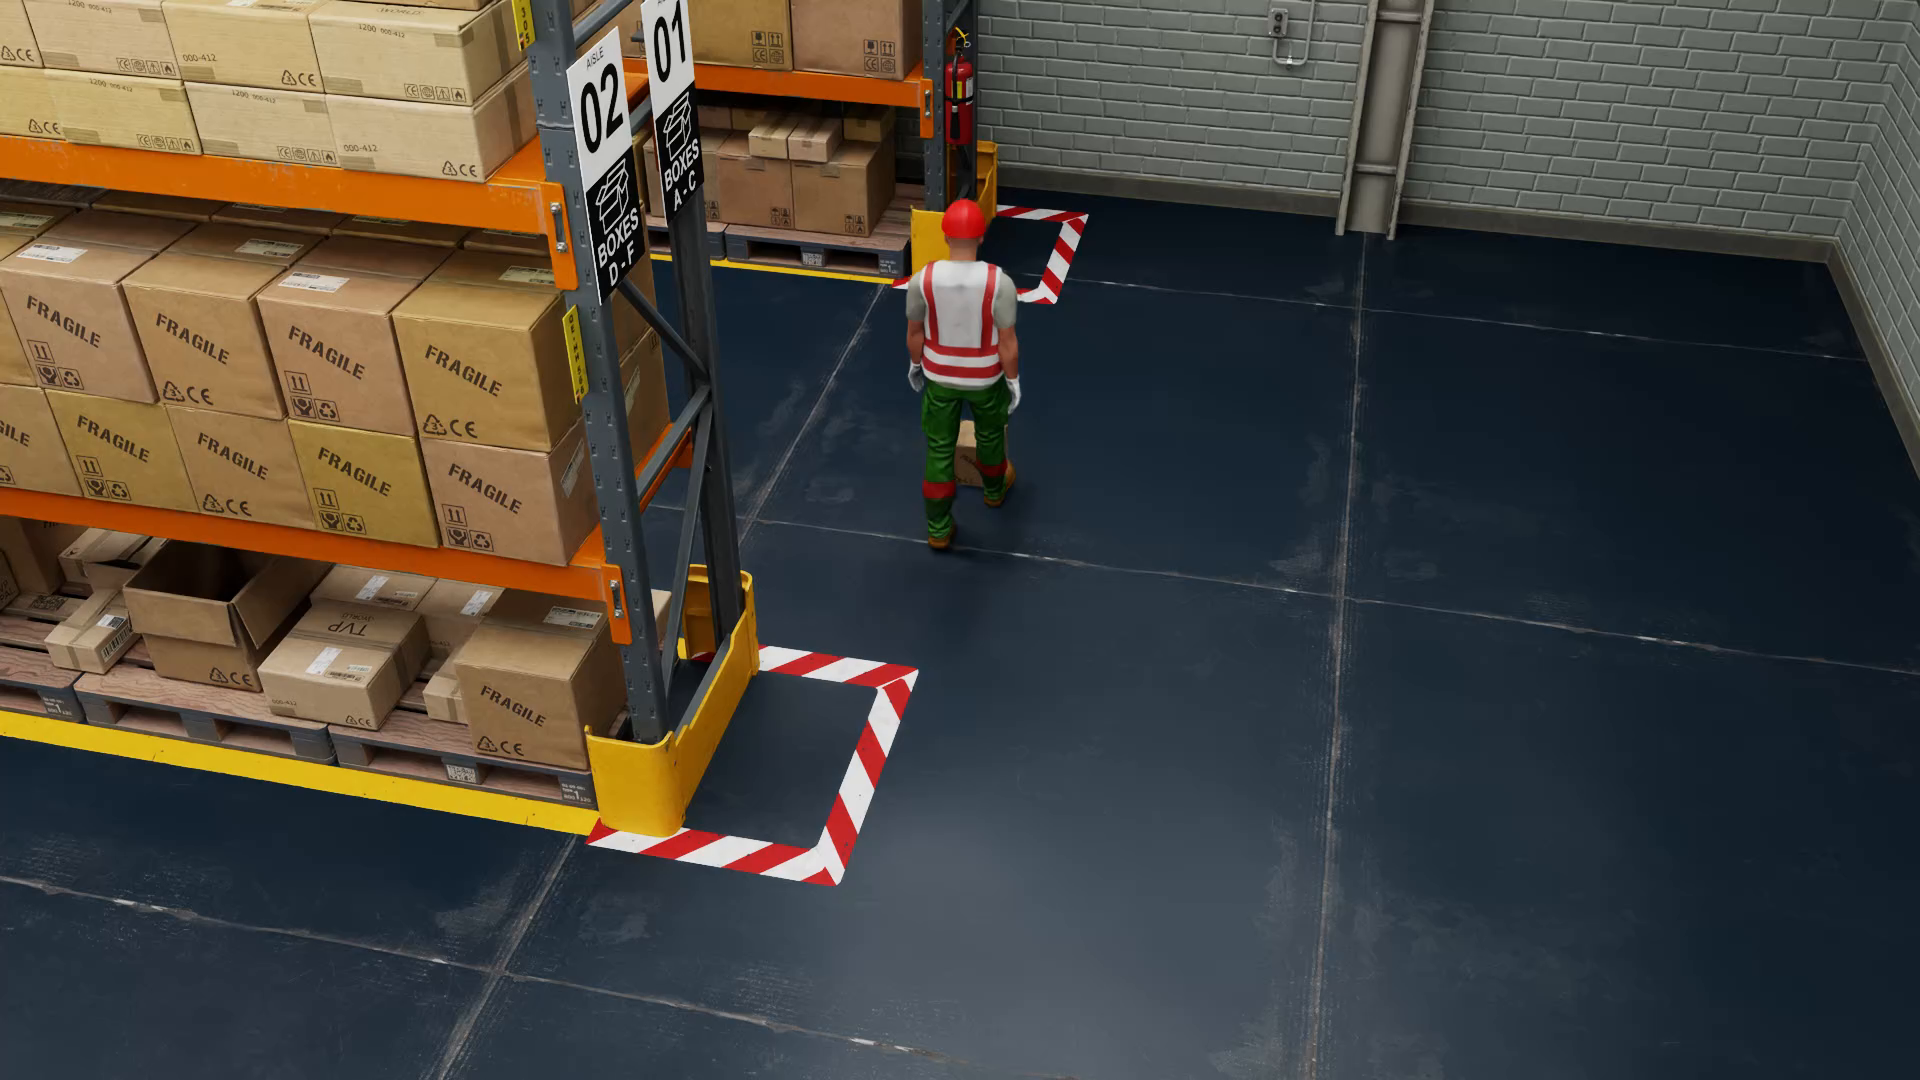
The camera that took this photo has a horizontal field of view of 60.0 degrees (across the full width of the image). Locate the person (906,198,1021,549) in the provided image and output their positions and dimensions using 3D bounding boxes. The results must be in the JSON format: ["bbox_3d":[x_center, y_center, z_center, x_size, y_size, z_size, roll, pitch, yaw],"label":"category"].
[{"bbox_3d":[0.034,-0.855,8.095,0.567,1.781,0.715,5,37,6],"label":"person"}]
